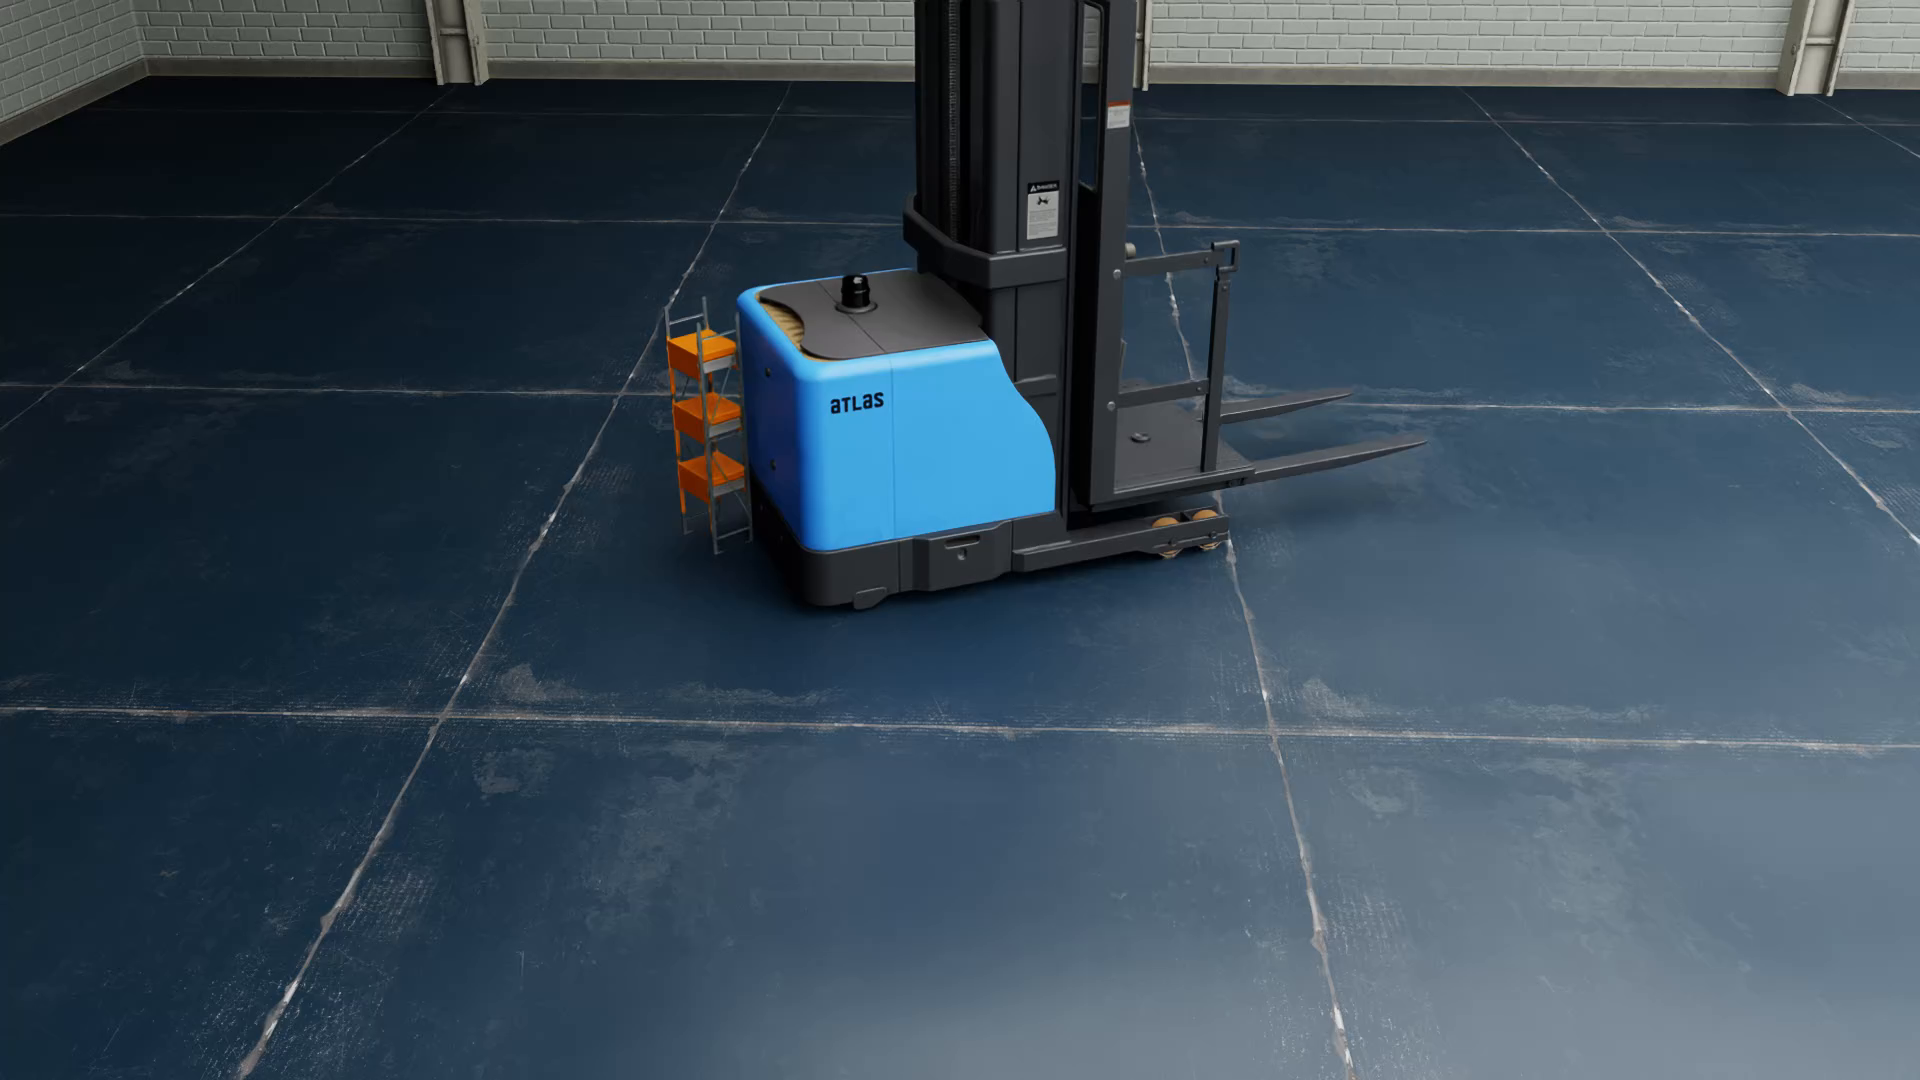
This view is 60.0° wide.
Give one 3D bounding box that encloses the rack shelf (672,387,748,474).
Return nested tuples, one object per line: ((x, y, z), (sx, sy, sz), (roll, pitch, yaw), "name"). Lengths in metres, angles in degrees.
((-1.056, -0.464, 7.027), (0.215, 0.259, 0.240), (-22, 35, -35), "rack shelf")

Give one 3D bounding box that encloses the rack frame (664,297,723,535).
((-1.135, -0.517, 7.105), (0.200, 1.050, 0.008), (-22, 35, -35), "rack frame")

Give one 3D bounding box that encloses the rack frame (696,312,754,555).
((-0.977, -0.430, 6.940), (0.200, 1.050, 0.008), (-22, 35, -35), "rack frame")

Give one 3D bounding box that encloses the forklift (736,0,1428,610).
((0.622, -1.441, 6.840), (3.031, 2.935, 1.130), (-10, 30, -19), "forklift")

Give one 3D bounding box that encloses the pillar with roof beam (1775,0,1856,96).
((7.326, -5.937, 8.842), (0.400, 9.000, 9.100), (1, 28, 2), "pillar with roof beam")

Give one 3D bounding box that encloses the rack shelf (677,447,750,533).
((-1.056, -0.219, 7.157), (0.215, 0.259, 0.240), (-22, 35, -35), "rack shelf")

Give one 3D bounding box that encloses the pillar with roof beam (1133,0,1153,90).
((1.329, -6.036, 9.029), (0.400, 9.000, 9.100), (1, 28, 2), "pillar with roof beam")

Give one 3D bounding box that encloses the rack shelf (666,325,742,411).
((-1.056, -0.715, 6.894), (0.215, 0.259, 0.240), (-22, 35, -35), "rack shelf")

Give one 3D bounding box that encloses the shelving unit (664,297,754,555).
((-1.056, -0.473, 7.022), (0.215, 1.050, 0.252), (-22, 35, -35), "shelving unit")

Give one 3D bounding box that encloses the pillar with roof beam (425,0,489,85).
((-4.667, -6.135, 9.216), (0.400, 9.000, 9.100), (1, 28, 2), "pillar with roof beam")
